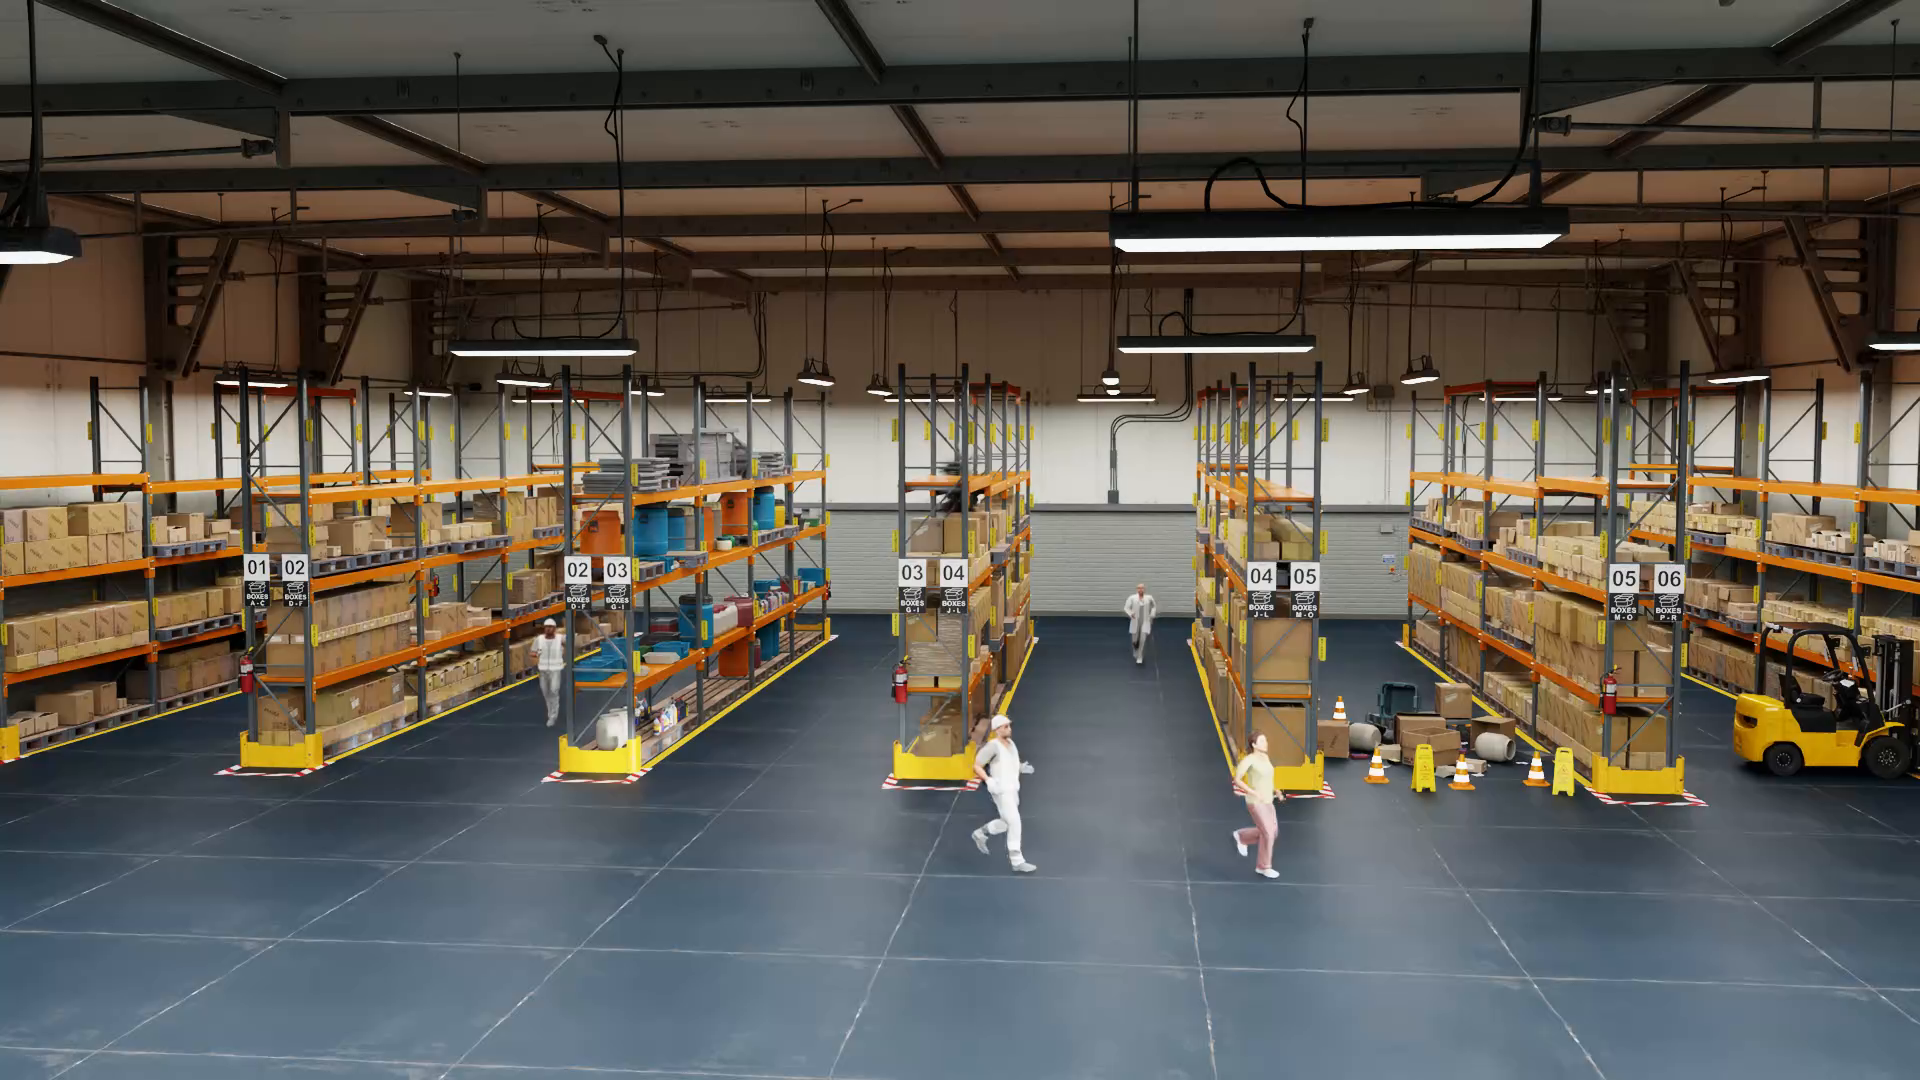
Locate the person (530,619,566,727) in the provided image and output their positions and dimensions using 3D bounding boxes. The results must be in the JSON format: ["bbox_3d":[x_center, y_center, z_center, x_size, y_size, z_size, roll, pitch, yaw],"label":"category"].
[{"bbox_3d":[-7.044,2.244,28.606,0.678,1.784,0.972,0,4,1],"label":"person"}]

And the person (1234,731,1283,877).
[{"bbox_3d":[3.352,2.983,18.924,0.581,1.637,0.648,-4,5,-45],"label":"person"}]

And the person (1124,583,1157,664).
[{"bbox_3d":[3.934,1.806,36.220,0.709,1.737,0.757,0,4,5],"label":"person"}]

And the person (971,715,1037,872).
[{"bbox_3d":[0.481,2.888,19.099,0.928,1.766,0.657,2,4,32],"label":"person"}]
